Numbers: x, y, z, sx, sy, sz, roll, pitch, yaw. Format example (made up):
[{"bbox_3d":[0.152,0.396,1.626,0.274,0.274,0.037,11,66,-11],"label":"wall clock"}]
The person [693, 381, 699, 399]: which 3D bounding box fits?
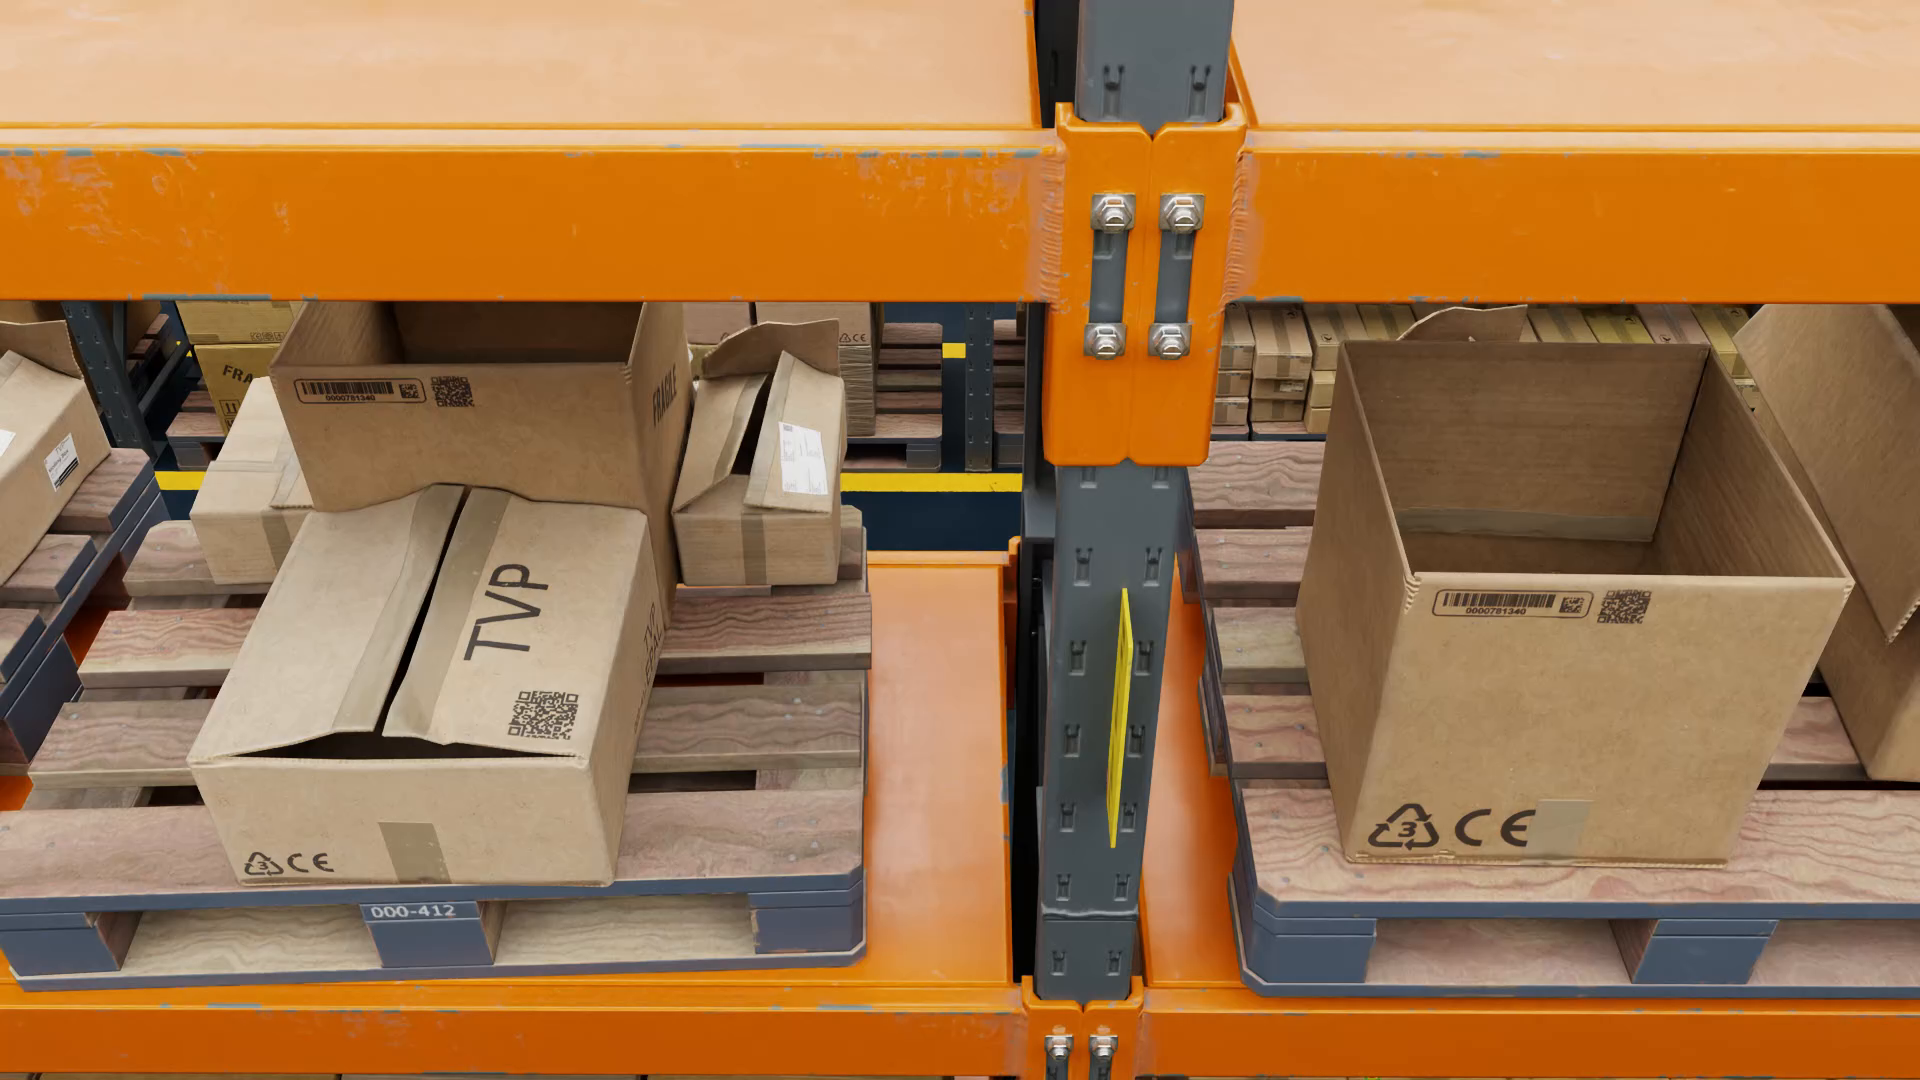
[{"bbox_3d":[-1.072,0.046,6.091,0.502,1.814,0.615,-4,40,-5],"label":"person"}]
